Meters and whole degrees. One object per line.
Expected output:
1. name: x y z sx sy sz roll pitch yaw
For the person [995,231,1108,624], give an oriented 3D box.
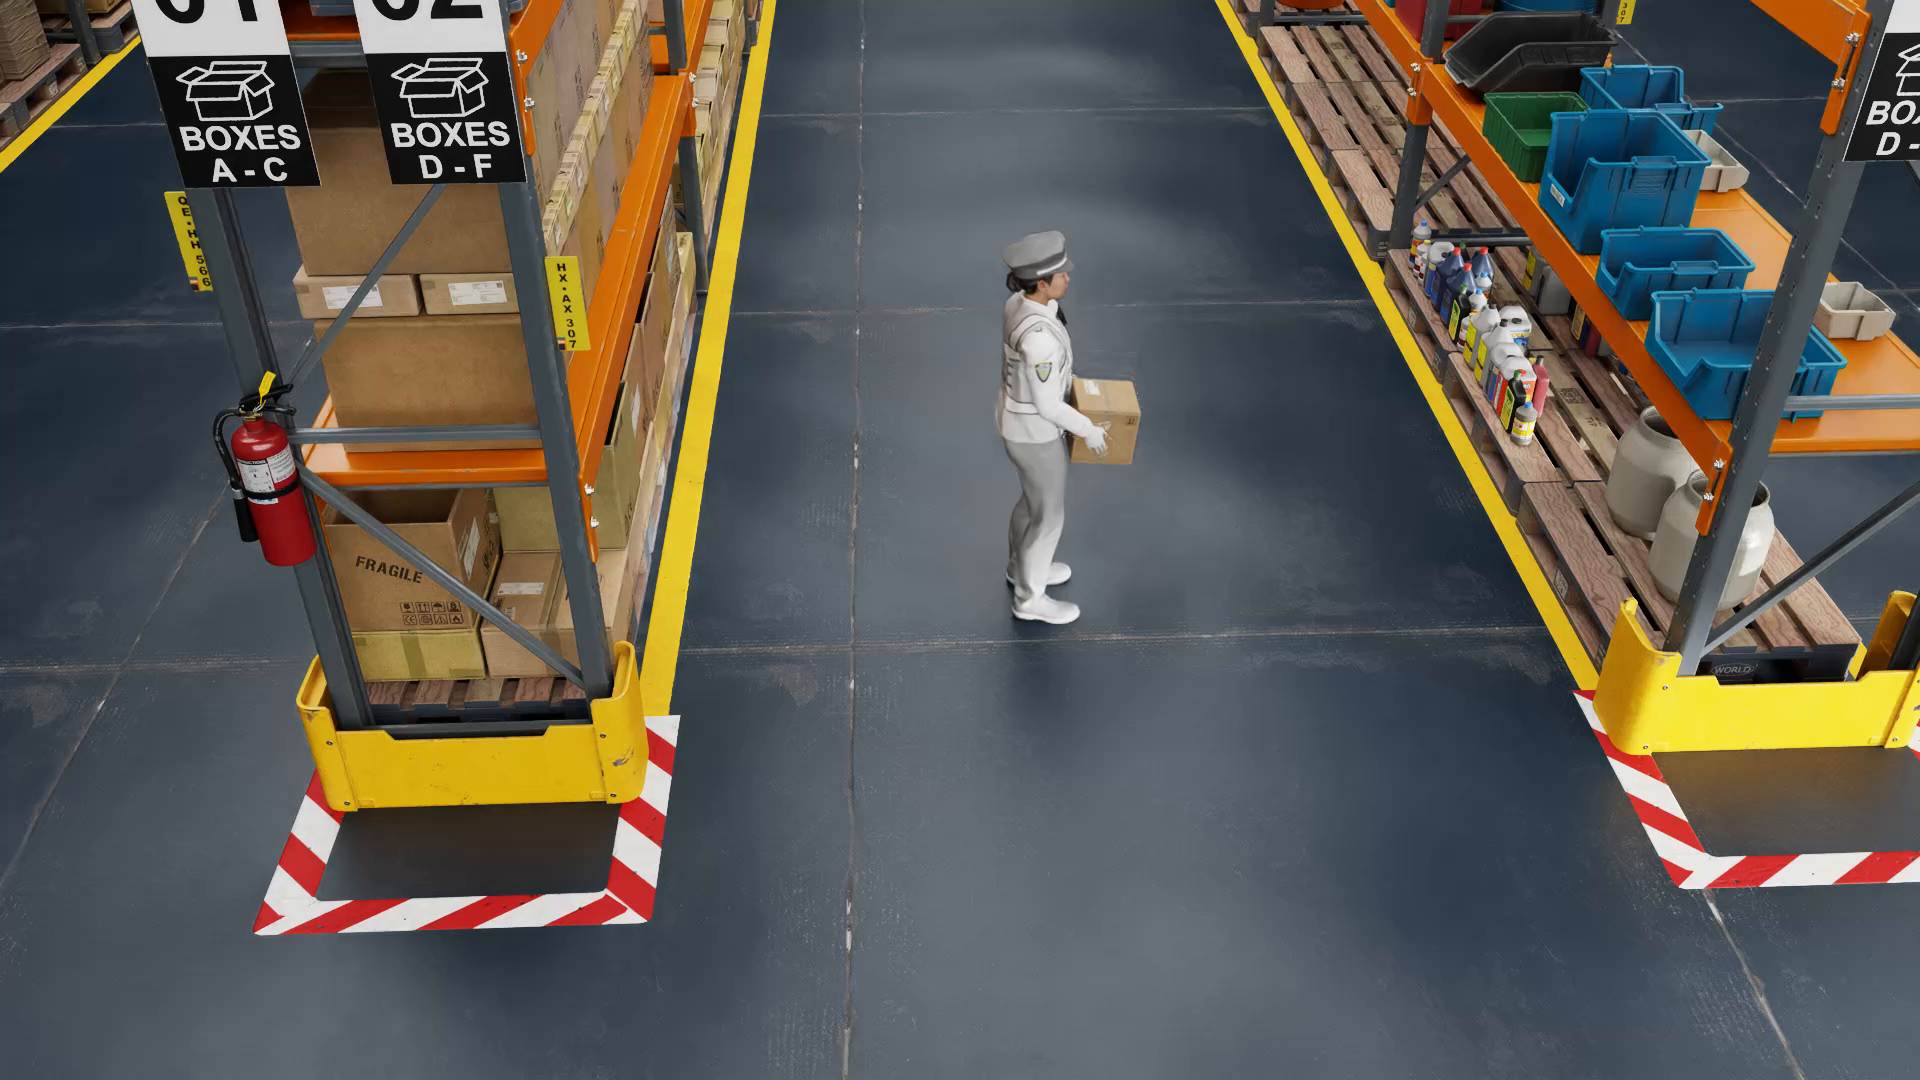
1. person: 0.371 -0.458 6.765 0.451 1.688 0.495 -2 35 -3
